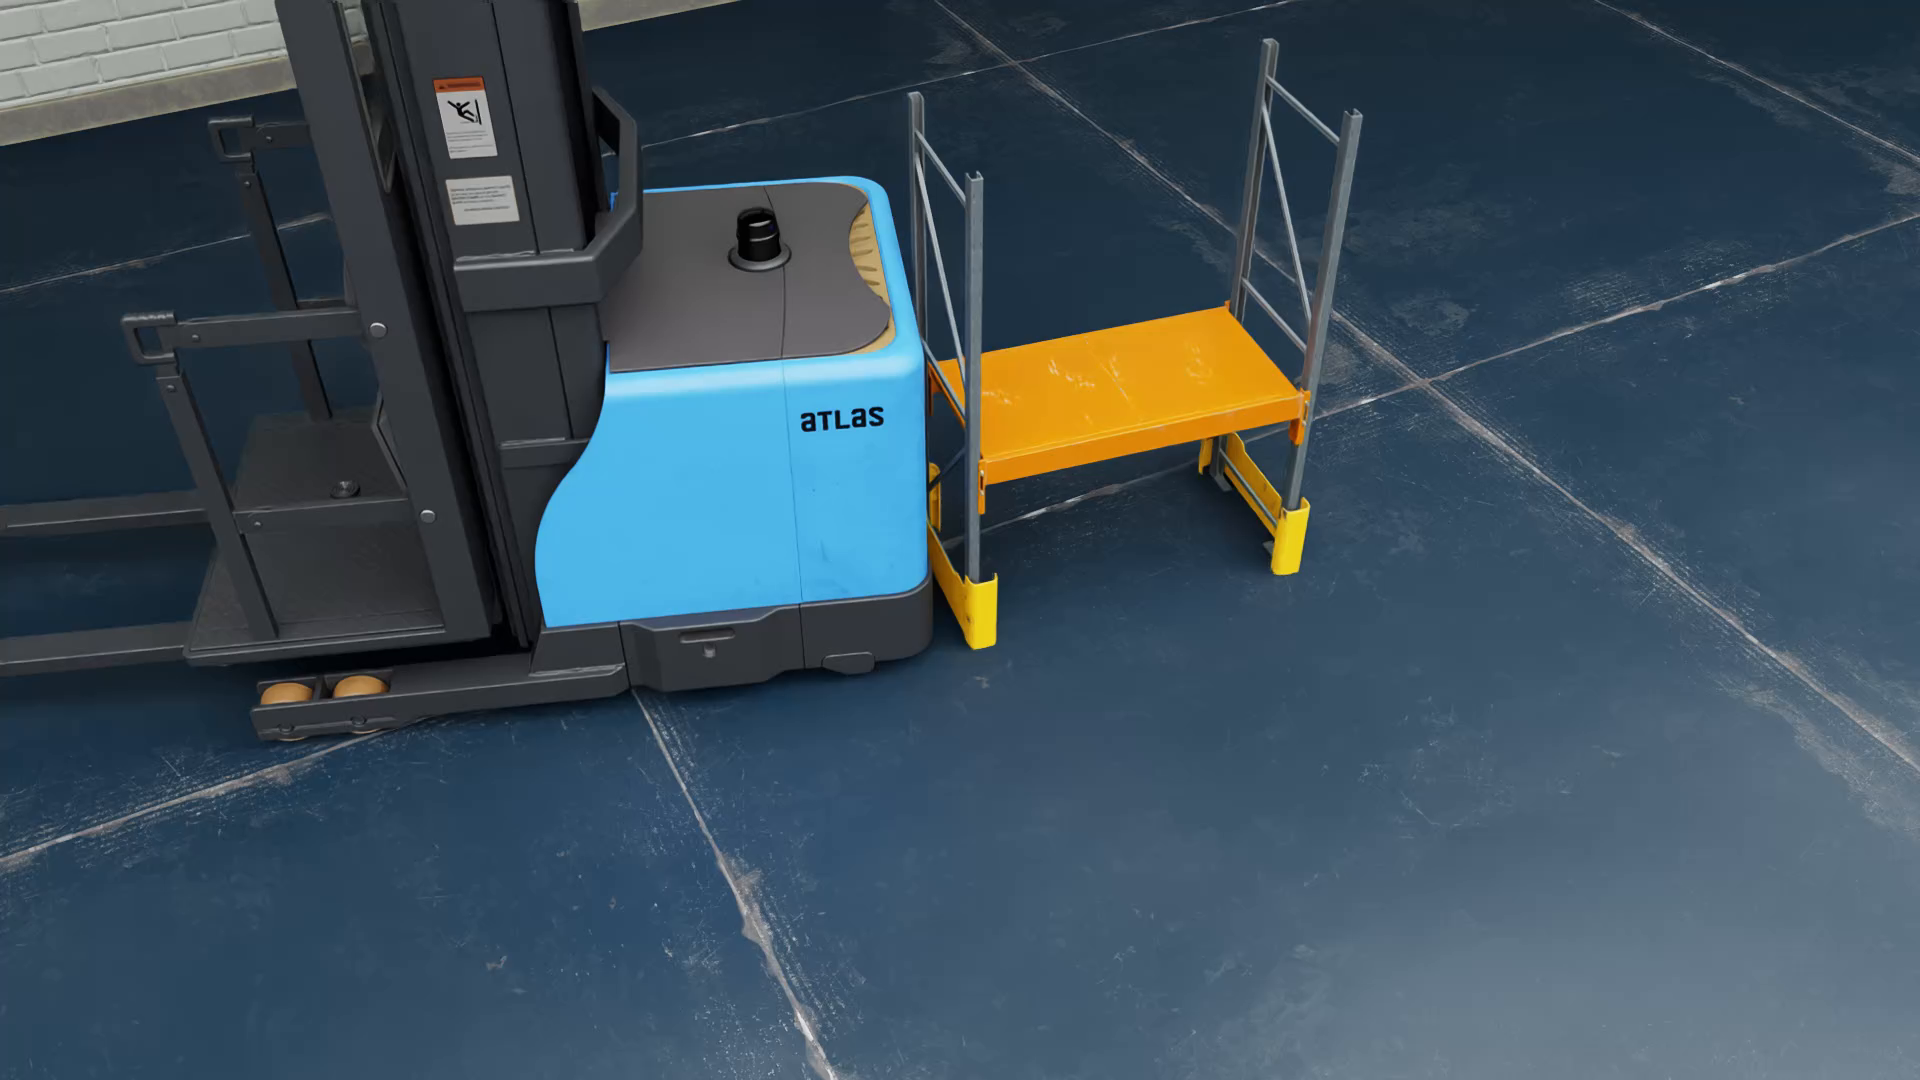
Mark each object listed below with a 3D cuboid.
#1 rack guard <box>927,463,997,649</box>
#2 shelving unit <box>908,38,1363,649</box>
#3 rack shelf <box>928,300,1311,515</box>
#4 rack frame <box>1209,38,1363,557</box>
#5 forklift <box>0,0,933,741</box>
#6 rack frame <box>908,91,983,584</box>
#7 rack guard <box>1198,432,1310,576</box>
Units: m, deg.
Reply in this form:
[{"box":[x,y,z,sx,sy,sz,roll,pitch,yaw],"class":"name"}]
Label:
[{"box":[-0.022,0.041,5.008,0.087,0.250,0.587,-13,42,-14],"class":"rack guard"},{"box":[0.449,-0.541,4.728,1.083,1.500,0.587,-13,42,-14],"class":"shelving unit"},{"box":[0.441,-0.402,4.842,1.000,0.185,0.538,-13,42,-14],"class":"rack shelf"},{"box":[0.921,-0.646,4.853,0.032,1.500,0.500,-13,42,-14],"class":"rack frame"},{"box":[-1.638,-0.930,4.080,3.031,2.935,1.130,-5,41,-6],"class":"forklift"},{"box":[-0.040,-0.432,4.600,0.032,1.500,0.500,-13,42,-14],"class":"rack frame"},{"box":[0.920,-0.169,5.256,0.087,0.250,0.587,-13,42,-14],"class":"rack guard"}]
